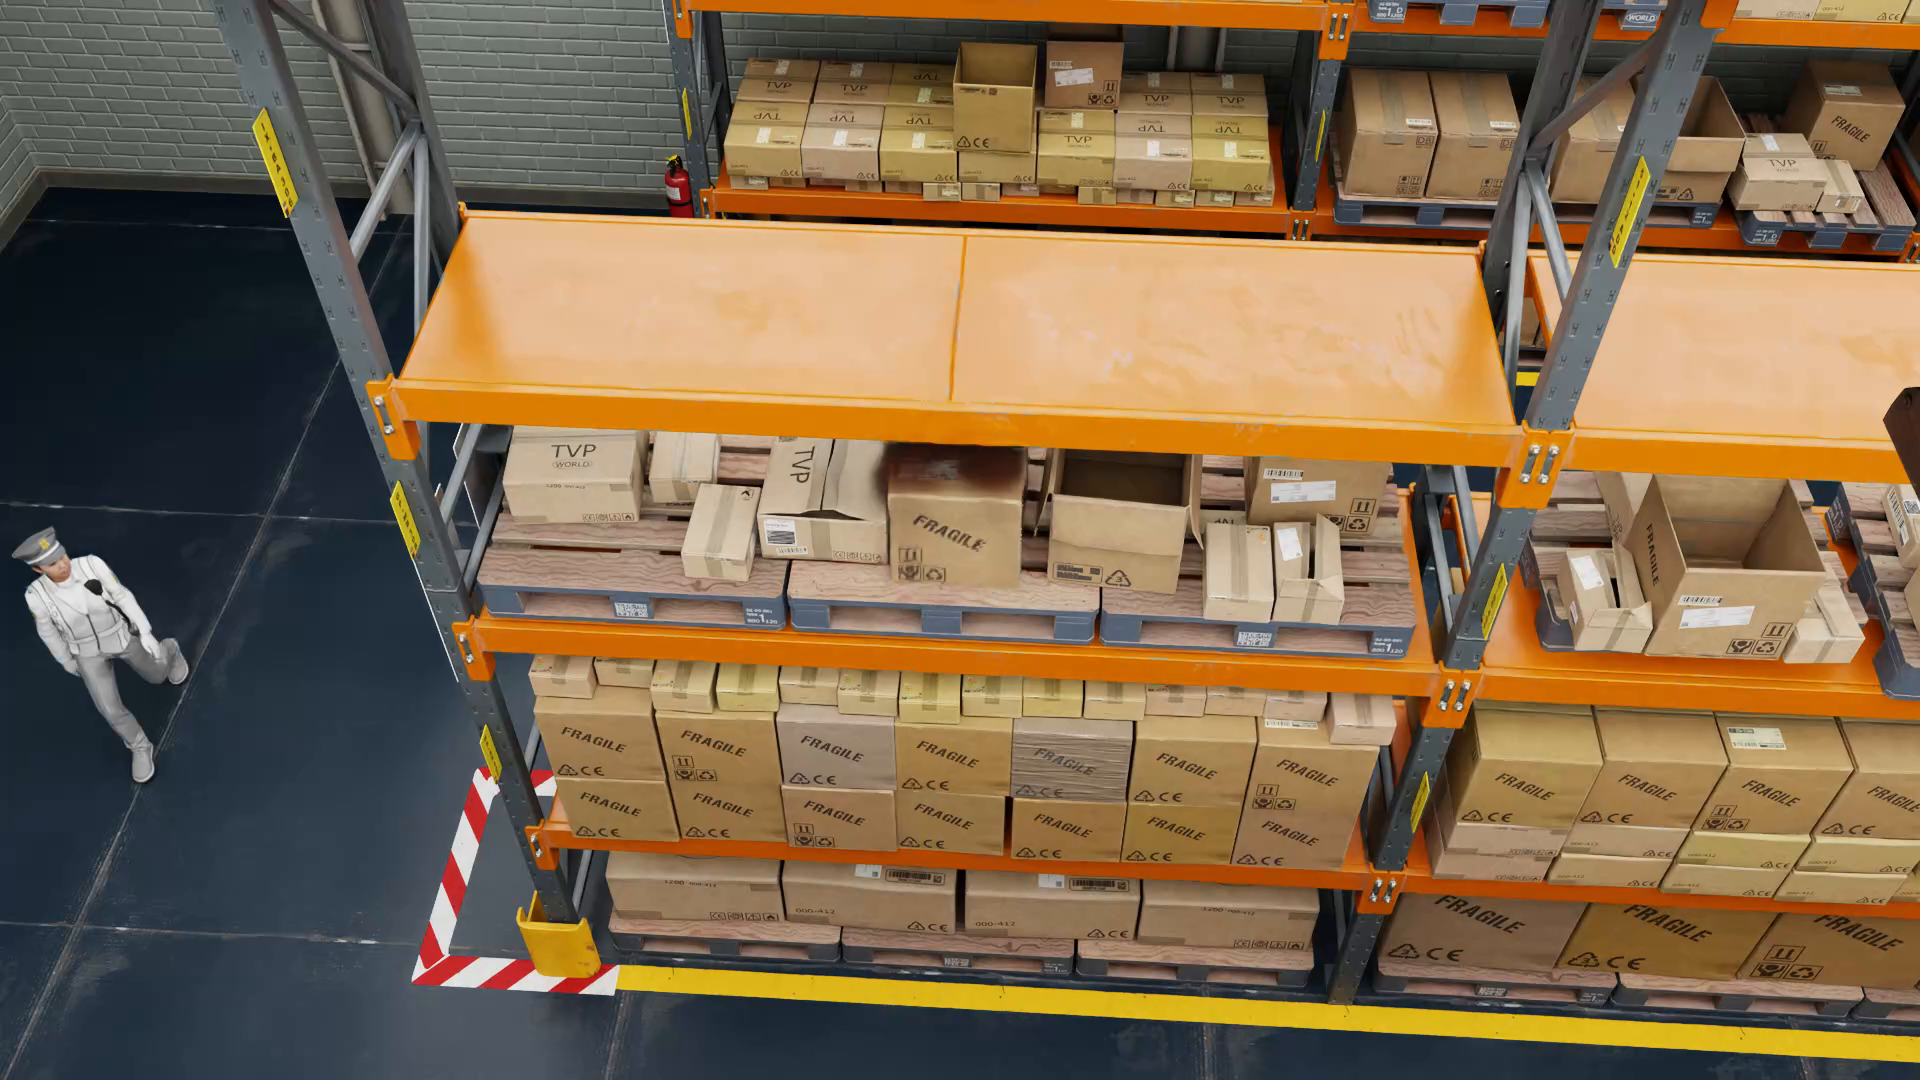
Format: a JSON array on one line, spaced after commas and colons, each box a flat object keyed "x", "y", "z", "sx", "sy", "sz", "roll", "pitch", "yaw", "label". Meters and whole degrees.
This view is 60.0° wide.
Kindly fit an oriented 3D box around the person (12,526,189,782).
[{"x": -4.713, "y": 0.514, "z": 9.147, "sx": 0.528, "sy": 1.642, "sz": 0.879, "roll": -11, "pitch": 49, "yaw": -10, "label": "person"}]
